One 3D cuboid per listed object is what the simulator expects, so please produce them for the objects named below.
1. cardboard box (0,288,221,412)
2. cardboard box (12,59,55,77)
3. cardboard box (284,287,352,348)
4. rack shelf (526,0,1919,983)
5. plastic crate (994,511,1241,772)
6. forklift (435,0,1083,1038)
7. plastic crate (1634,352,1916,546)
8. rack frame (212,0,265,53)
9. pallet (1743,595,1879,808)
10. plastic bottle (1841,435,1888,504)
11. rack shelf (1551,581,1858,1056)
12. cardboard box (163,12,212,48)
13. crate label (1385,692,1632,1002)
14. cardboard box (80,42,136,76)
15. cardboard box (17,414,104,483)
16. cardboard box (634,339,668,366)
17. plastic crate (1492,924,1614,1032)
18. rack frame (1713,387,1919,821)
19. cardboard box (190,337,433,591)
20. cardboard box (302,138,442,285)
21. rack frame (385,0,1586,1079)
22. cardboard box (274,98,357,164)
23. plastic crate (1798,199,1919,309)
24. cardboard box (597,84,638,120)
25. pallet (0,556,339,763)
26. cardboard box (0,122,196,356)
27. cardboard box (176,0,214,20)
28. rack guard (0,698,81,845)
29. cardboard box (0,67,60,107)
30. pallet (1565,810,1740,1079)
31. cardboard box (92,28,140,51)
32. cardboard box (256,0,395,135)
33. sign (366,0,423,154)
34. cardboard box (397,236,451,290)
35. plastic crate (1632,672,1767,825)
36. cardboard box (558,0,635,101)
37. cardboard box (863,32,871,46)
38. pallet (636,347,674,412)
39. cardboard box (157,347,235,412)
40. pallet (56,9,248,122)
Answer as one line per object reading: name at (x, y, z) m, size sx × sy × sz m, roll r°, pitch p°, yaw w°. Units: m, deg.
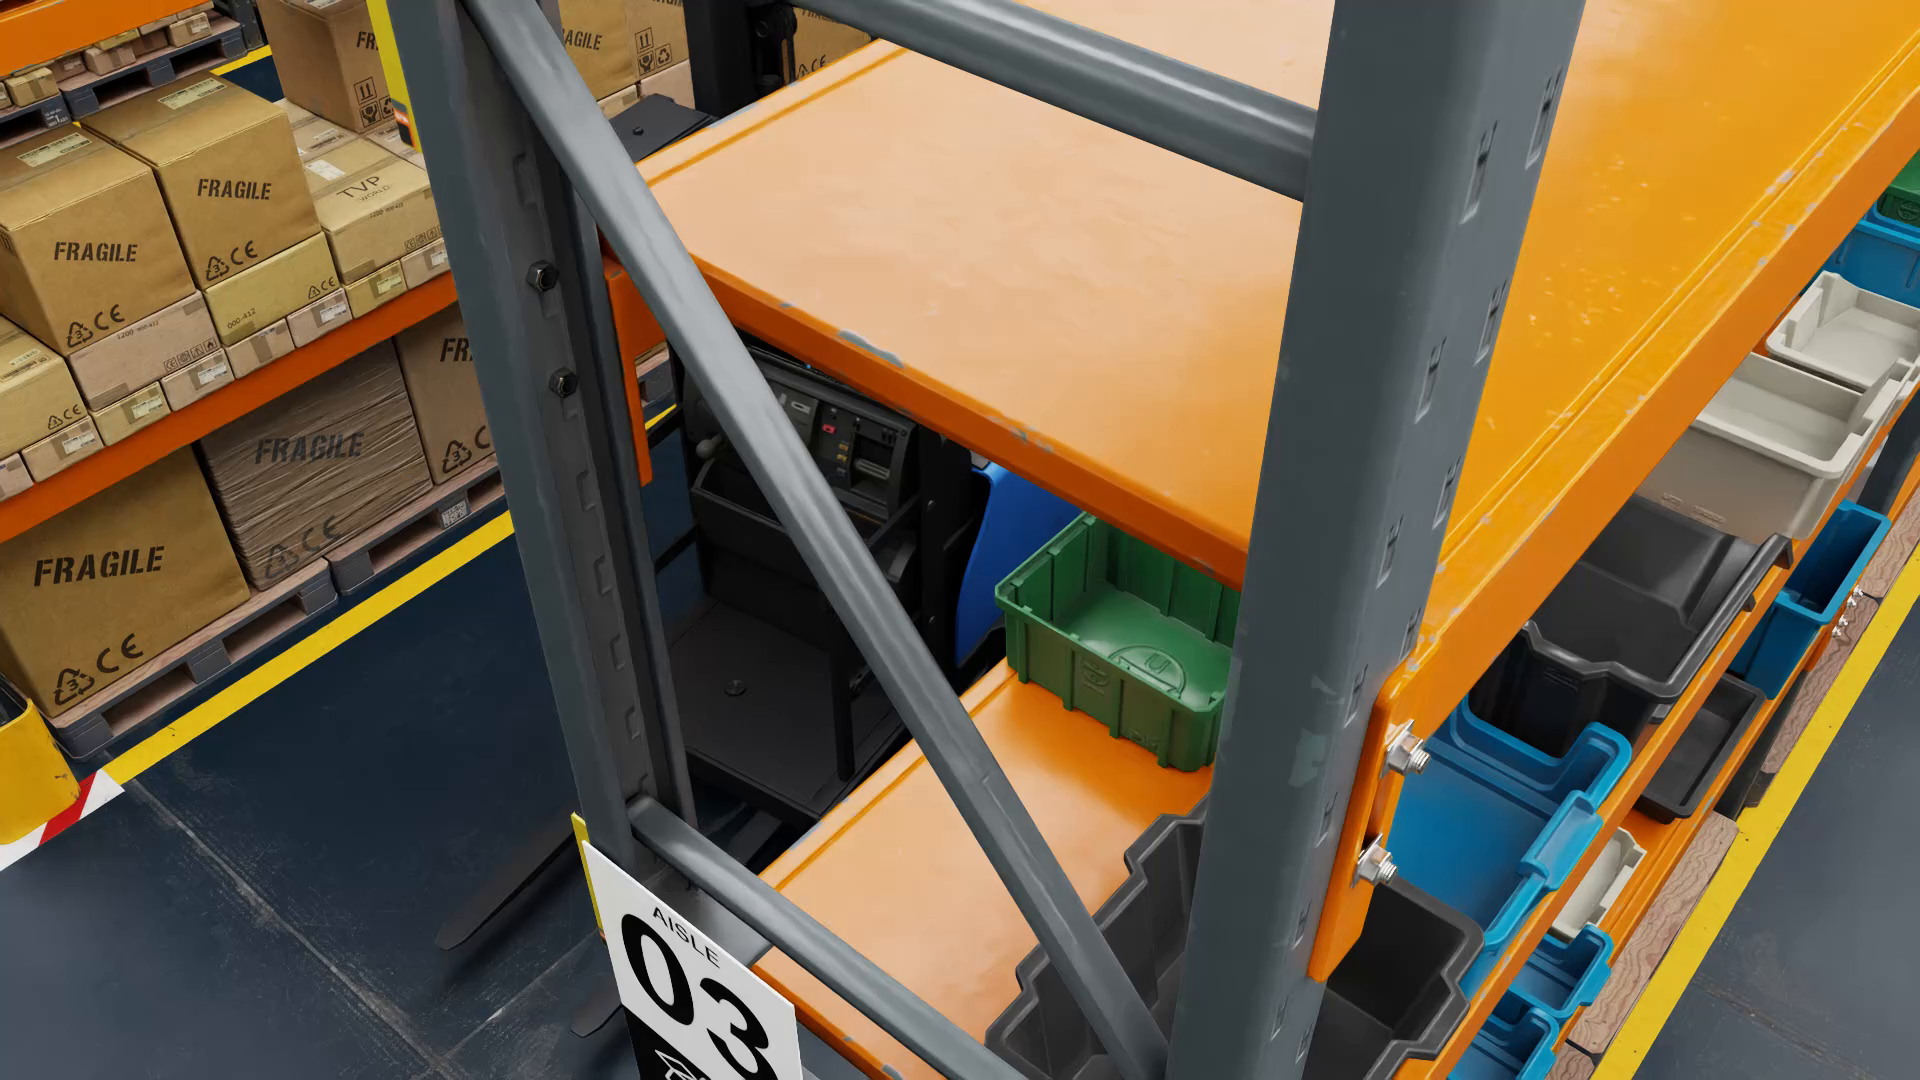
cardboard box at (-3.032, -0.767, 5.936) m, size 0.500 × 0.250 × 0.500 m, roll 29°, pitch 50°, yaw 28°
cardboard box at (-5.703, -2.964, 10.049) m, size 0.380 × 0.149 × 0.250 m, roll 31°, pitch 51°, yaw 29°
cardboard box at (-2.571, -0.921, 6.403) m, size 0.380 × 0.149 × 0.250 m, roll 29°, pitch 50°, yaw 28°
rack shelf at (1.201, -1.002, 2.677) m, size 1.077 × 0.370 × 4.000 m, roll 29°, pitch 50°, yaw 28°
plastic crate at (0.330, 0.170, 2.943) m, size 0.450 × 0.188 × 0.336 m, roll 29°, pitch 50°, yaw 28°
forklift at (-0.682, -0.299, 5.583) m, size 1.130 × 2.935 × 3.031 m, roll 23°, pitch 47°, yaw 23°
plastic crate at (1.576, -0.240, 3.325) m, size 0.437 × 0.282 × 0.530 m, roll 29°, pitch 50°, yaw 28°
rack frame at (-5.035, -4.570, 10.229) m, size 1.000 × 3.000 × 0.127 m, roll 29°, pitch 50°, yaw 28°
pallet at (3.016, 0.426, 6.807) m, size 1.003 × 0.211 × 1.213 m, roll 29°, pitch 50°, yaw 28°
plastic bottle at (2.988, -0.270, 5.536) m, size 0.144 × 0.351 × 0.185 m, roll 29°, pitch 50°, yaw 28°
rack shelf at (1.201, 1.070, 4.561) m, size 1.077 × 0.370 × 4.000 m, roll 29°, pitch 50°, yaw 28°
cardboard box at (-5.026, -3.321, 10.662) m, size 0.380 × 0.149 × 0.250 m, roll 30°, pitch 50°, yaw 29°
crate label at (0.755, 0.443, 2.596) m, size 0.408 × 0.251 × 0.502 m, roll 29°, pitch 50°, yaw 28°
cardboard box at (-5.378, -3.060, 10.375) m, size 0.380 × 0.149 × 0.250 m, roll 28°, pitch 49°, yaw 27°
cardboard box at (-3.232, -0.391, 5.819) m, size 0.380 × 0.149 × 0.250 m, roll 29°, pitch 50°, yaw 28°
cardboard box at (-1.789, -1.435, 8.048) m, size 0.875 × 0.875 × 0.875 m, roll 29°, pitch 50°, yaw 28°
plastic crate at (1.365, 1.056, 4.121) m, size 0.416 × 0.233 × 0.300 m, roll 29°, pitch 50°, yaw 28°
rack frame at (2.488, -0.226, 5.452) m, size 1.000 × 3.000 × 0.127 m, roll 29°, pitch 50°, yaw 28°
cardboard box at (-2.941, -0.513, 7.034) m, size 0.875 × 0.875 × 0.875 m, roll 29°, pitch 50°, yaw 28°
cardboard box at (-2.375, -1.295, 6.517) m, size 0.500 × 0.250 × 0.500 m, roll 29°, pitch 49°, yaw 28°
rack frame at (-0.087, -0.386, 1.168) m, size 1.000 × 3.000 × 0.127 m, roll 29°, pitch 50°, yaw 28°
cardboard box at (-2.782, -1.523, 6.768) m, size 0.500 × 0.250 × 0.500 m, roll 30°, pitch 50°, yaw 29°
plastic crate at (2.146, -0.667, 3.831) m, size 0.416 × 0.233 × 0.300 m, roll 29°, pitch 50°, yaw 28°
cardboard box at (-1.718, -1.817, 7.091) m, size 0.500 × 0.250 × 0.500 m, roll 31°, pitch 51°, yaw 30°
pallet at (-3.423, 0.275, 6.973) m, size 1.003 × 0.211 × 1.213 m, roll 29°, pitch 50°, yaw 28°
cardboard box at (-3.040, -1.031, 5.669) m, size 0.500 × 0.500 × 0.500 m, roll 28°, pitch 49°, yaw 28°
cardboard box at (-4.994, -3.481, 10.617) m, size 0.380 × 0.149 × 0.250 m, roll 31°, pitch 50°, yaw 29°
rack guard at (-3.893, 0.626, 6.372) m, size 1.175 × 0.500 × 0.348 m, roll 29°, pitch 50°, yaw 28°
cardboard box at (-5.692, -2.788, 10.076) m, size 0.380 × 0.149 × 0.250 m, roll 29°, pitch 50°, yaw 28°
pallet at (2.044, 1.201, 5.955) m, size 1.003 × 0.211 × 1.213 m, roll 29°, pitch 50°, yaw 28°
cardboard box at (-5.318, -3.191, 10.298) m, size 0.380 × 0.149 × 0.250 m, roll 28°, pitch 49°, yaw 27°
cardboard box at (-2.461, -2.047, 6.787) m, size 0.500 × 0.500 × 0.500 m, roll 28°, pitch 49°, yaw 27°
sign at (-0.518, -0.497, 1.529) m, size 0.100 × 0.325 × 0.005 m, roll 29°, pitch 50°, yaw 28°
cardboard box at (-2.240, -1.187, 6.694) m, size 0.380 × 0.149 × 0.250 m, roll 30°, pitch 50°, yaw 29°
plastic crate at (1.973, 0.546, 4.762) m, size 0.437 × 0.125 × 0.590 m, roll 29°, pitch 50°, yaw 28°
cardboard box at (-1.720, -2.094, 6.839) m, size 0.500 × 0.500 × 0.500 m, roll 30°, pitch 50°, yaw 29°
cardboard box at (-0.493, -2.796, 8.203) m, size 0.500 × 0.500 × 0.500 m, roll 30°, pitch 50°, yaw 29°
pallet at (-1.853, -0.981, 8.355) m, size 1.003 × 0.211 × 1.213 m, roll 29°, pitch 50°, yaw 28°
cardboard box at (-2.901, -0.658, 6.113) m, size 0.380 × 0.149 × 0.250 m, roll 29°, pitch 50°, yaw 28°
pallet at (-5.440, -3.177, 10.770) m, size 1.003 × 0.211 × 1.213 m, roll 29°, pitch 50°, yaw 28°
